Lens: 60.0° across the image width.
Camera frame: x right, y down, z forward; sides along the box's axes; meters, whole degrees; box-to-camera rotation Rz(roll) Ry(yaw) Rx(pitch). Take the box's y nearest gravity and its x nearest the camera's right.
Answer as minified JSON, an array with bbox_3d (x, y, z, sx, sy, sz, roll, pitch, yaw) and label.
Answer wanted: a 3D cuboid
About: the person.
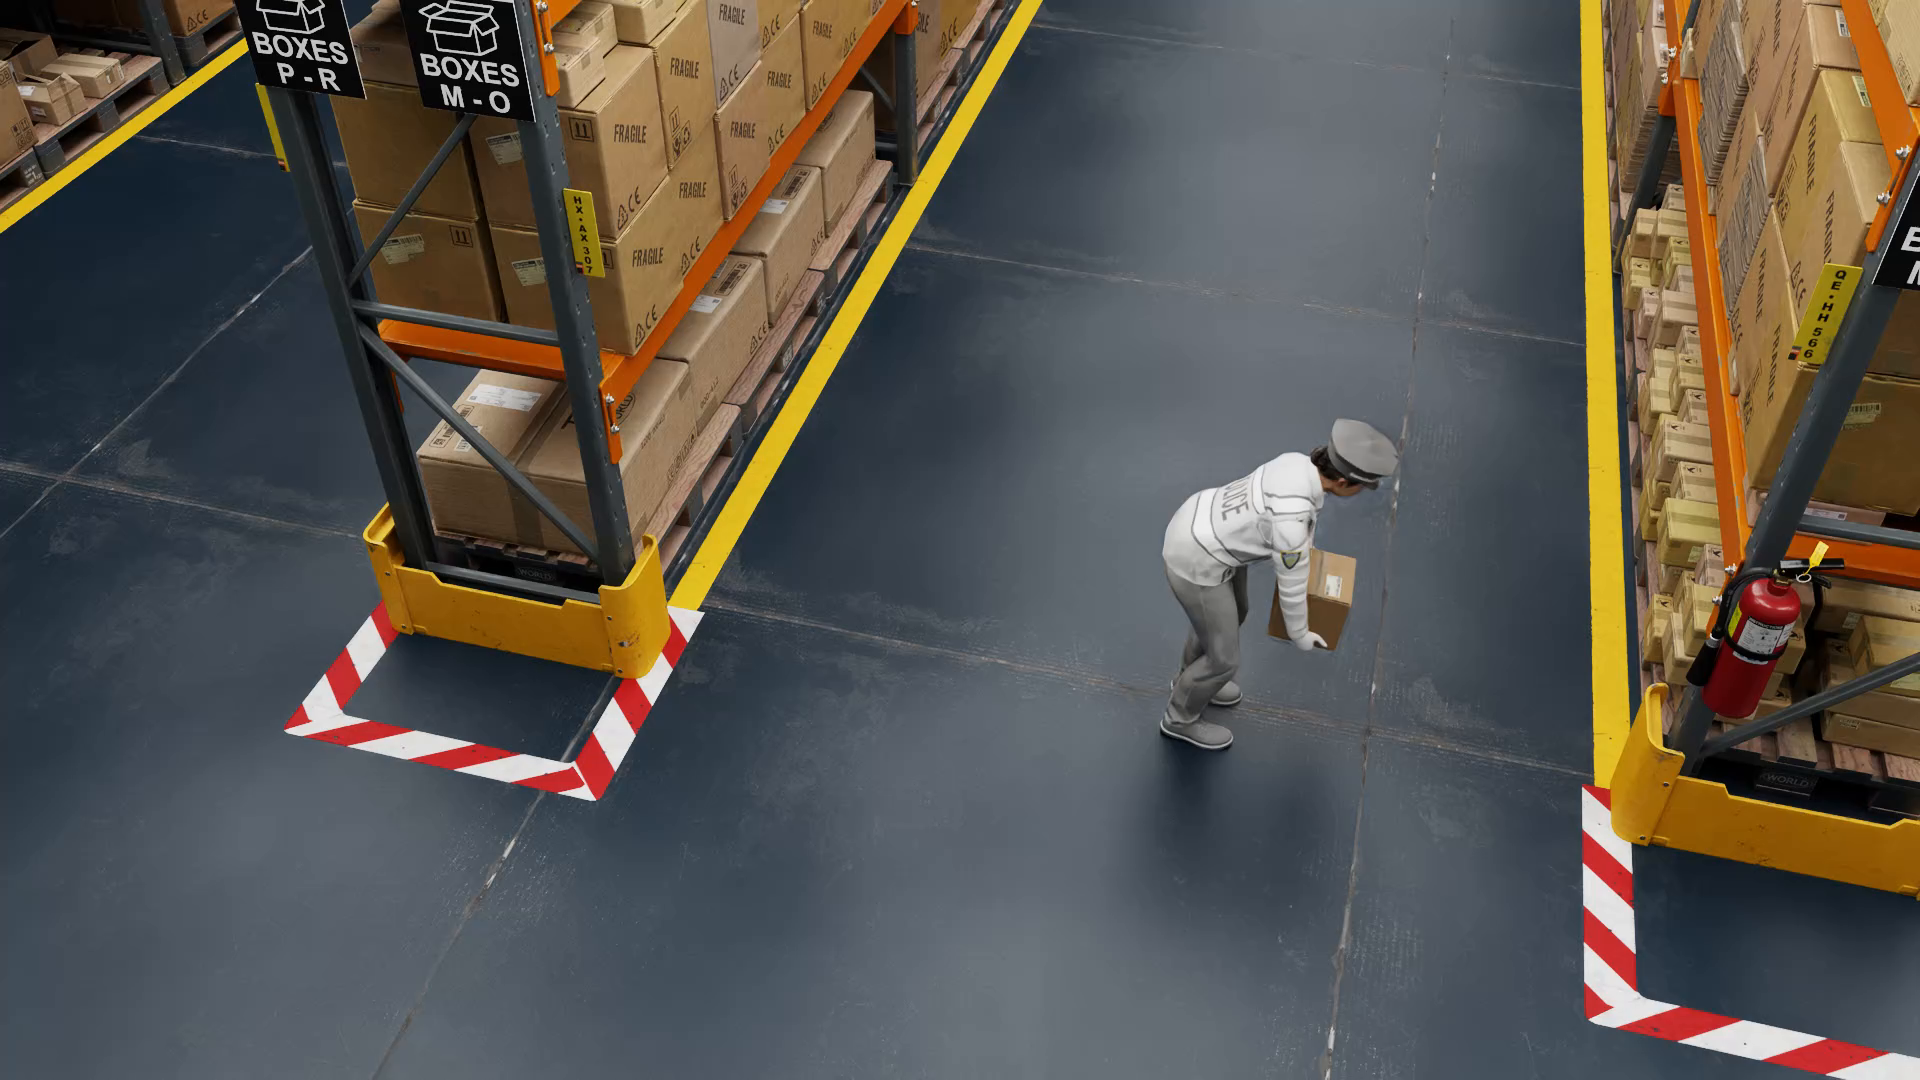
[{"bbox_3d":[1.116,0.164,6.121,0.757,1.473,0.416,9,42,10],"label":"person"}]
